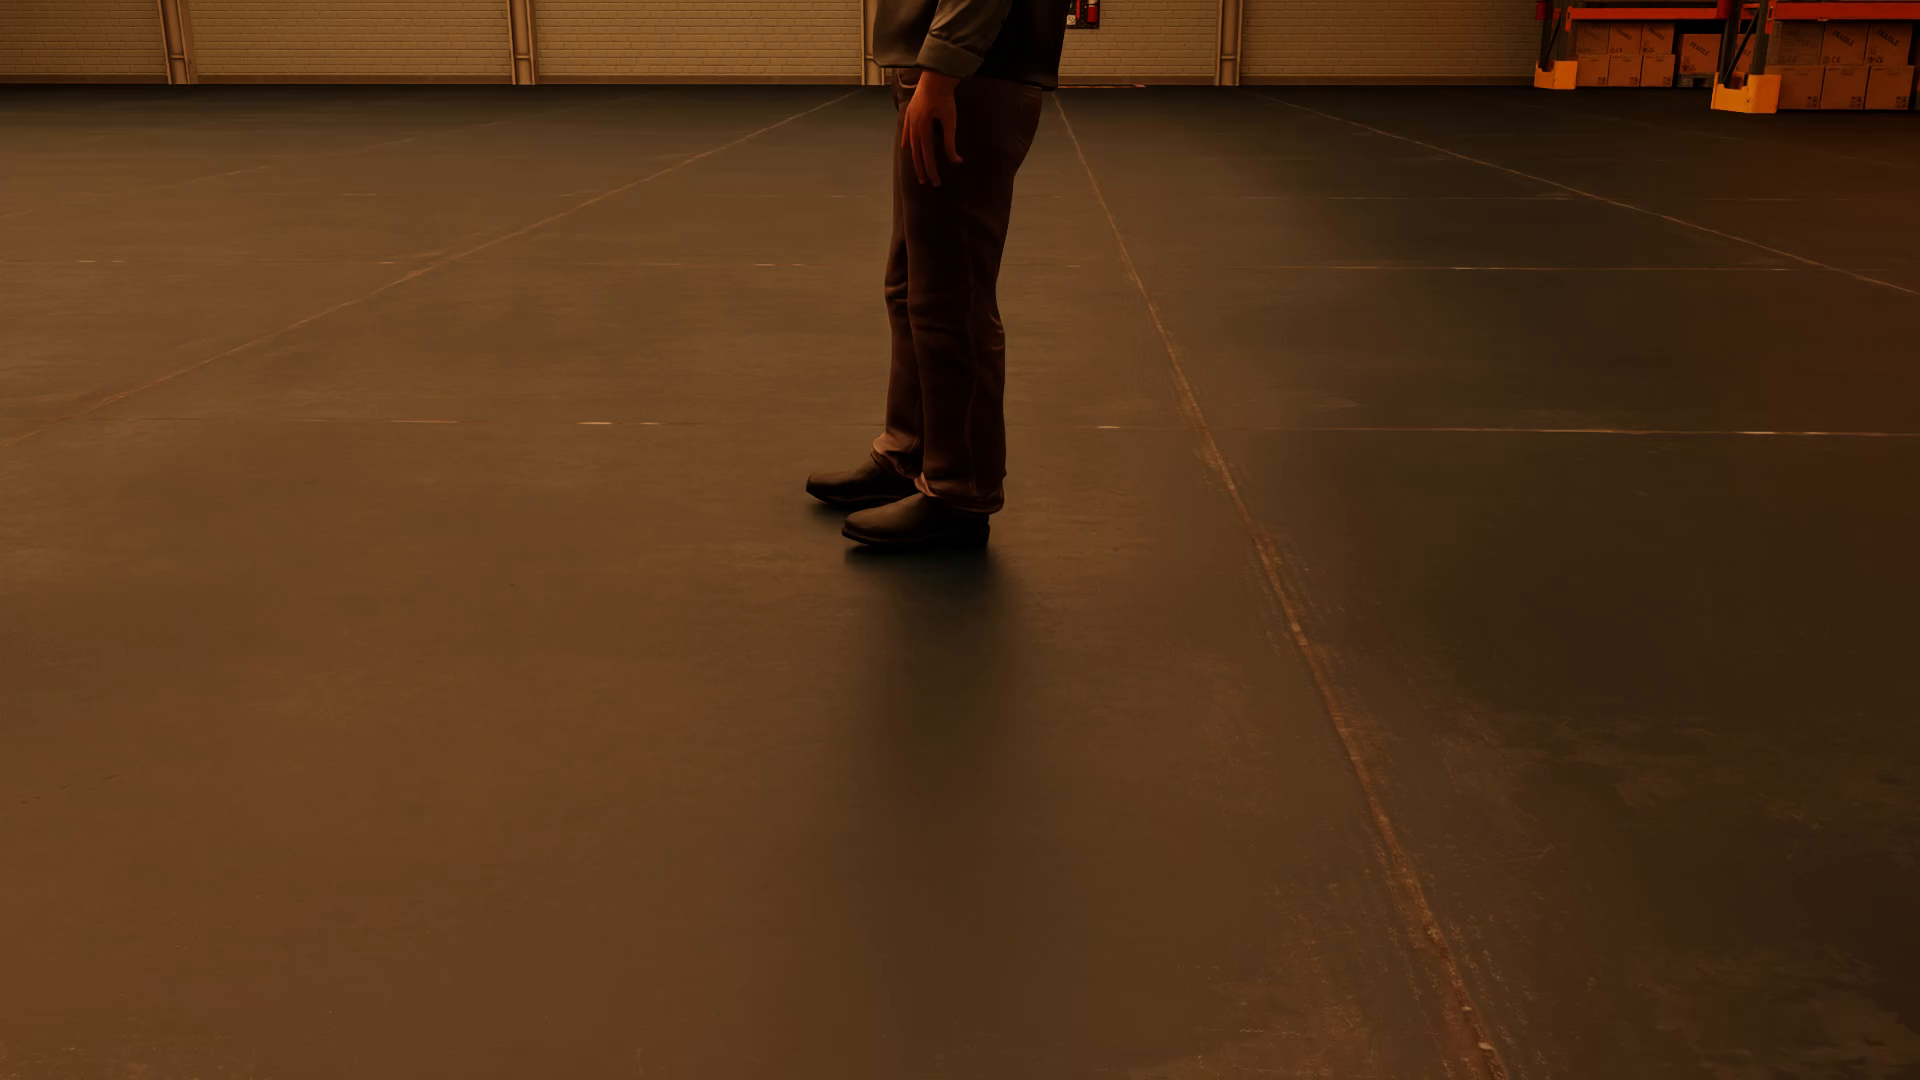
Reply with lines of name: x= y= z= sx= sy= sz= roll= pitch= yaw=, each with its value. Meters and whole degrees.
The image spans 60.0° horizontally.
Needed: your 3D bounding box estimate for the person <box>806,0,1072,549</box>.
person: x=-0.063 y=-0.832 z=3.123 sx=0.566 sy=1.722 sz=0.633 roll=1 pitch=17 yaw=2
